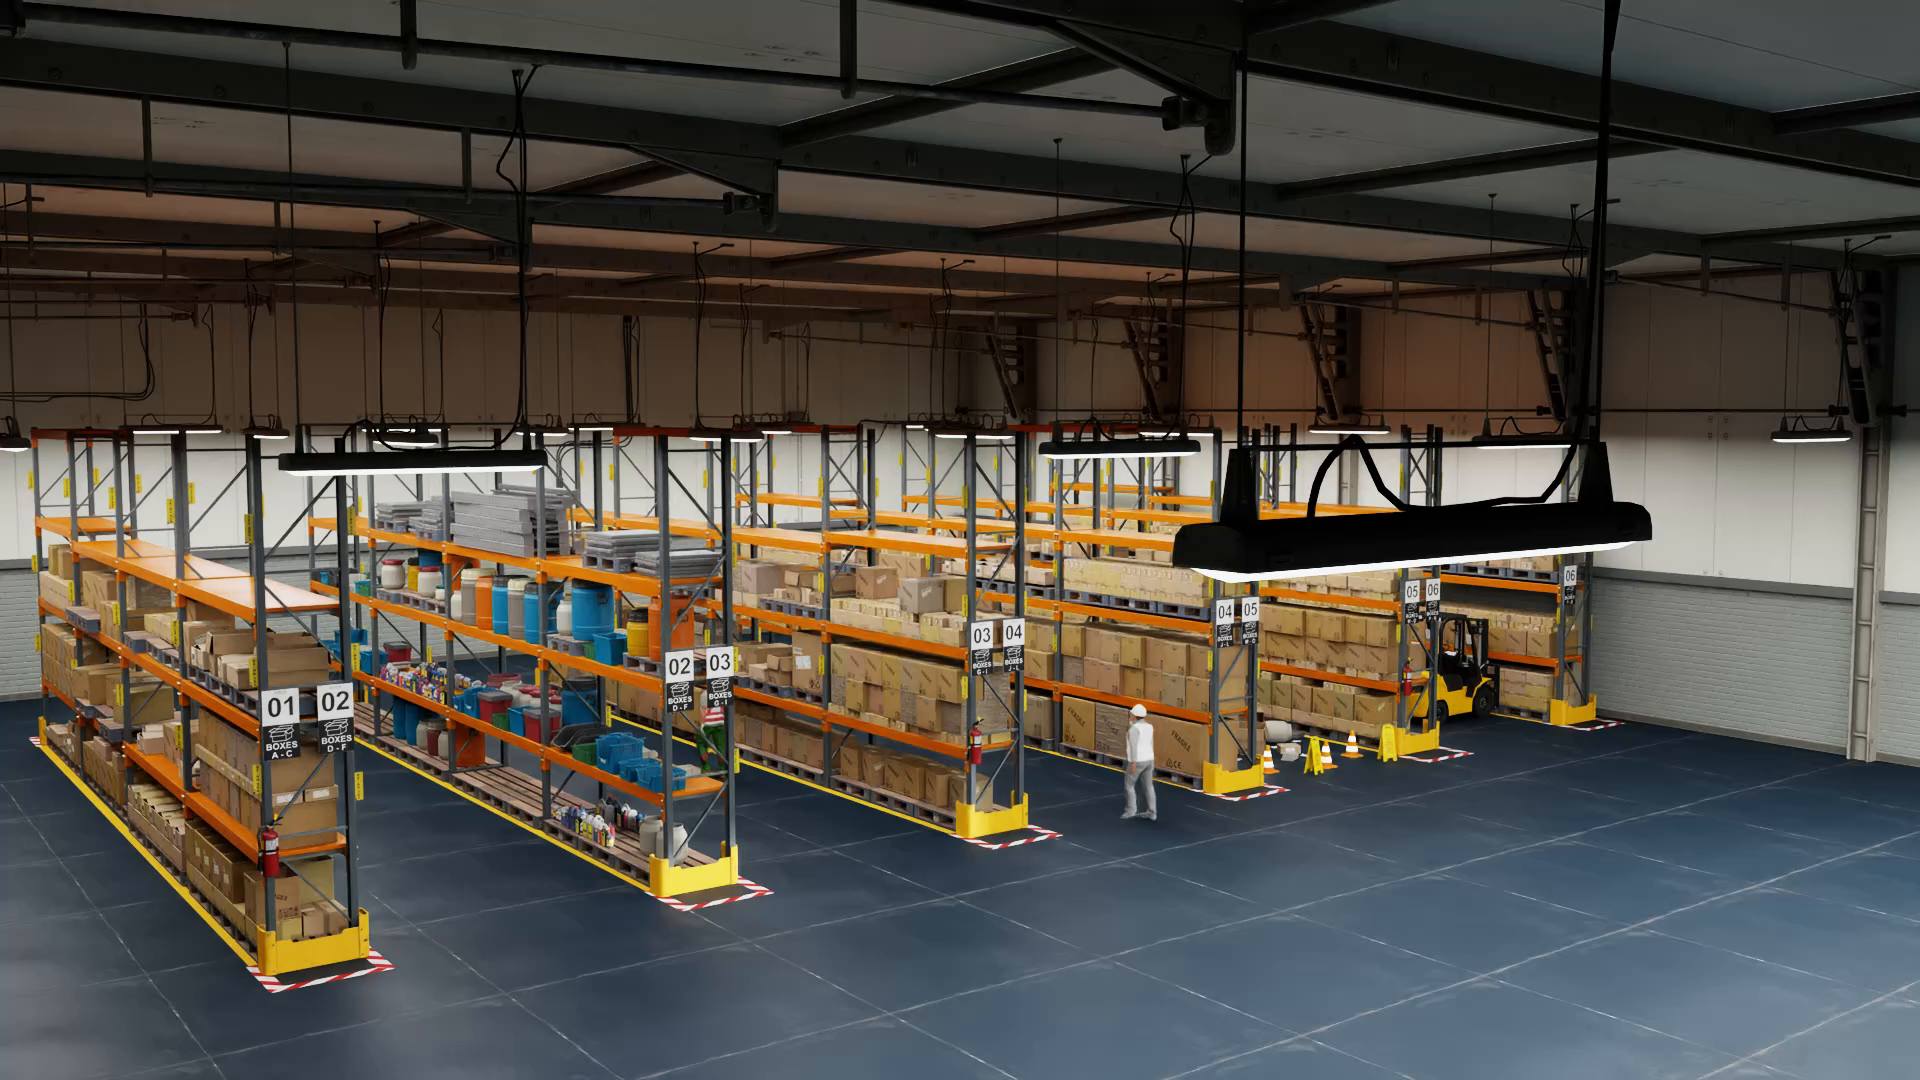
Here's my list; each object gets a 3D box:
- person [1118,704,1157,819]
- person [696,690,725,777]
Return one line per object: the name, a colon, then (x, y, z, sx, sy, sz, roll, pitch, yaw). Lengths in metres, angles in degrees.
person: (2.811, 3.455, 25.720, 0.573, 1.821, 0.610, -4, 6, -41)
person: (-4.250, 3.203, 28.615, 0.543, 1.807, 0.598, 4, 6, 40)
